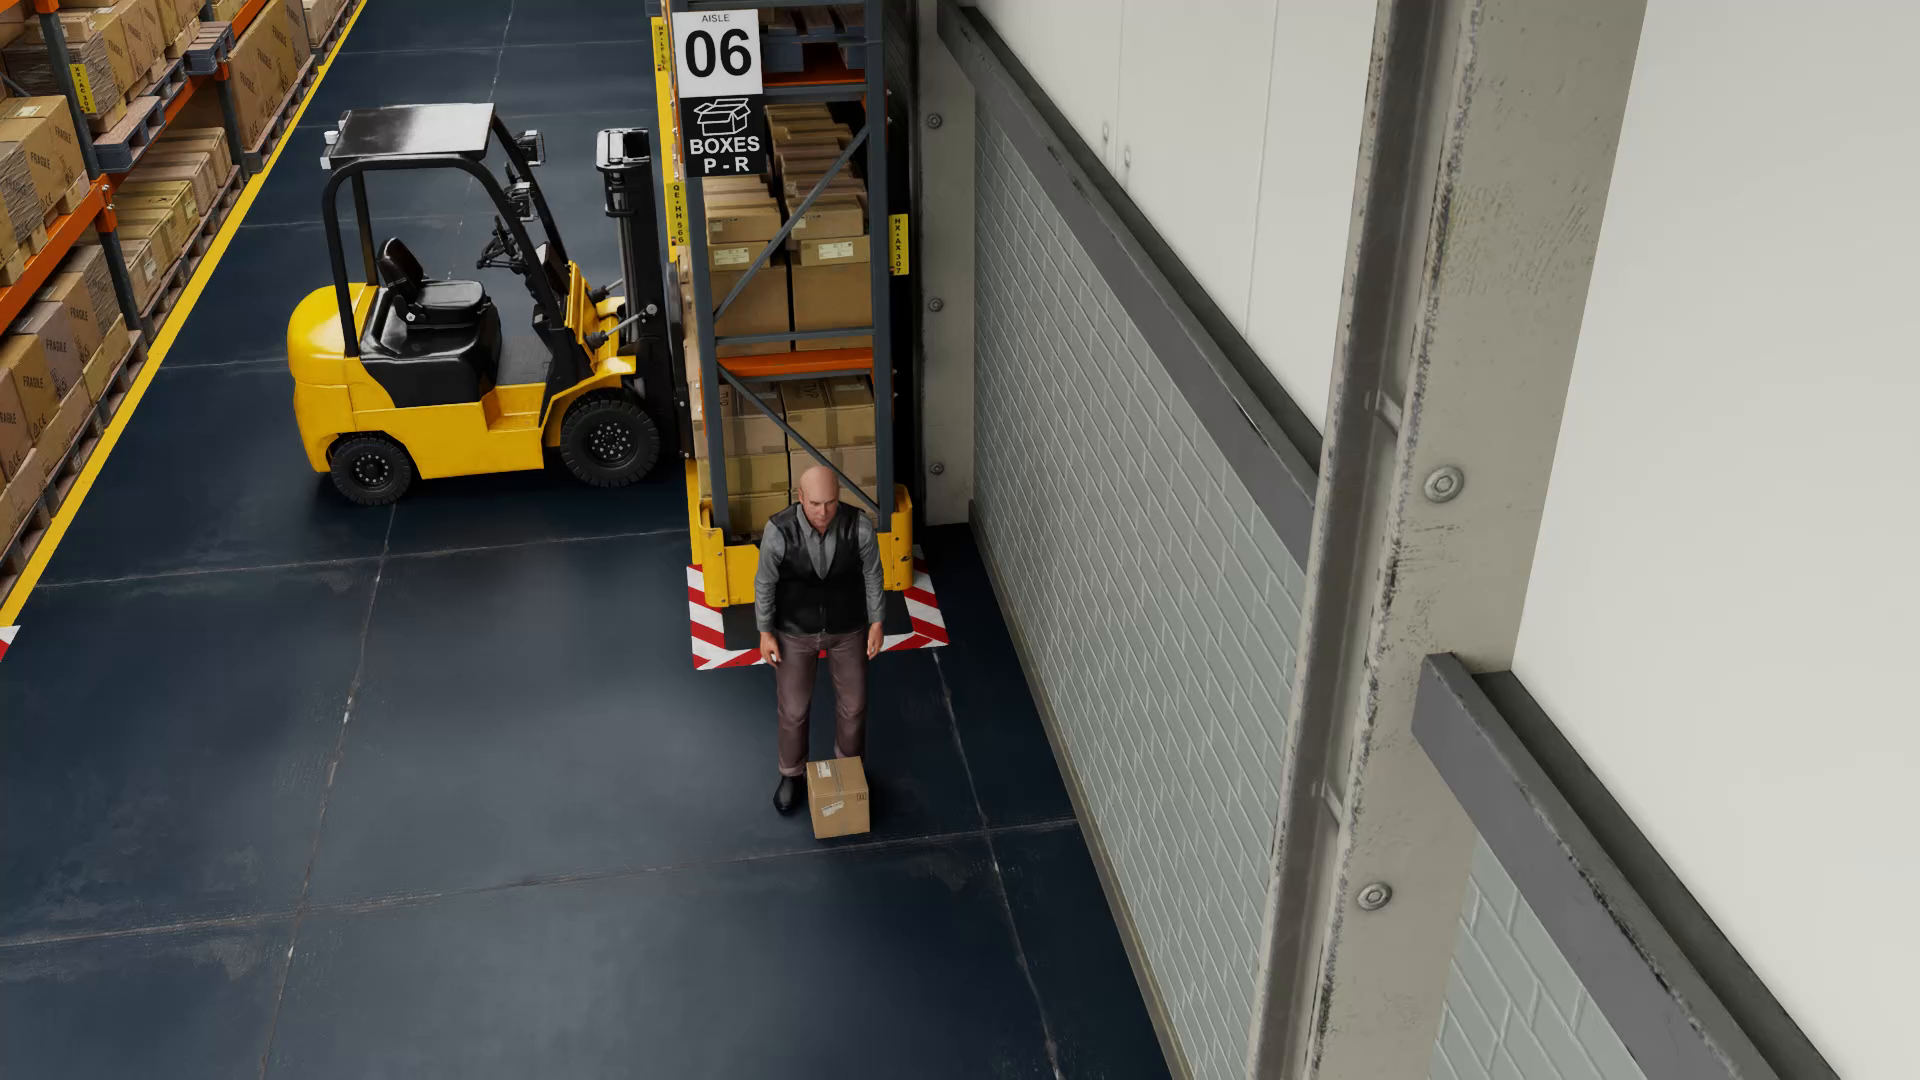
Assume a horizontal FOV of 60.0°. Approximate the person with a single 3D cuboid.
[{"bbox_3d":[-0.622,0.405,7.474,0.580,1.721,0.420,-5,31,-9],"label":"person"}]
